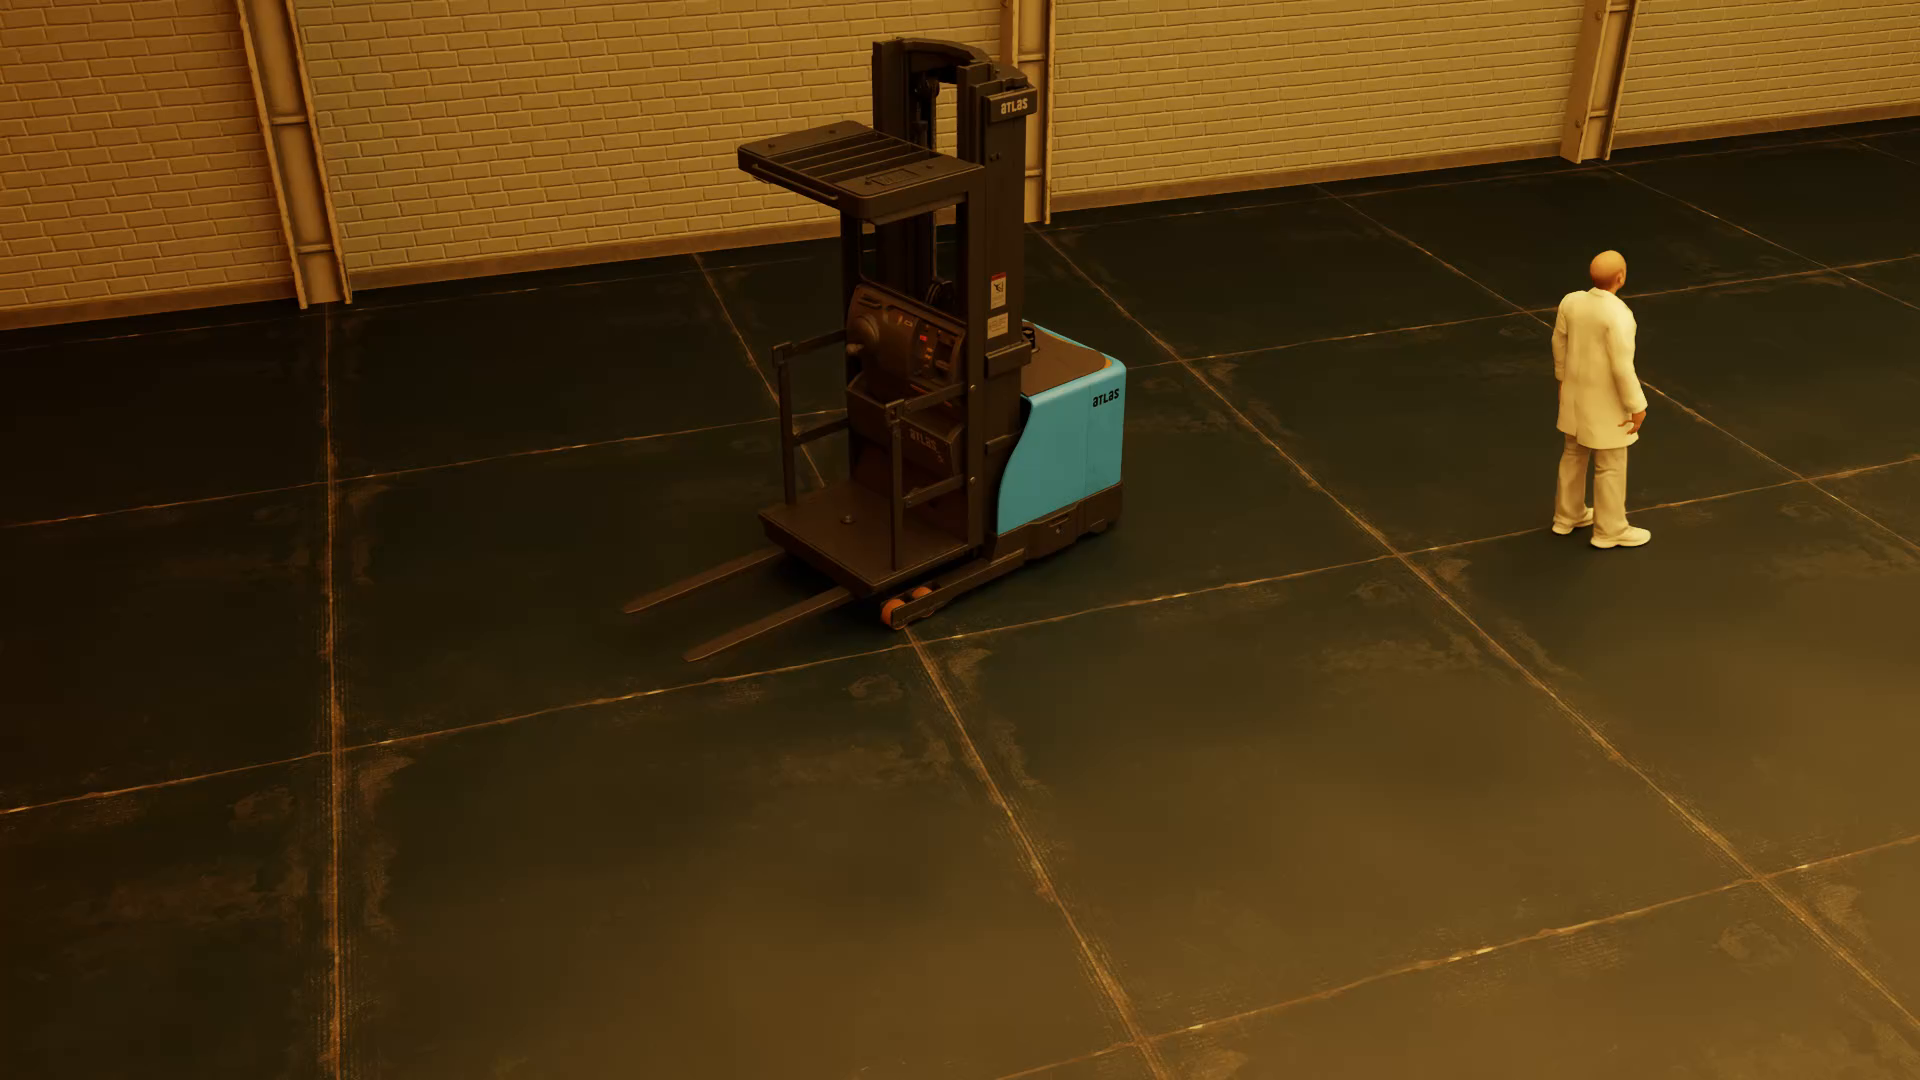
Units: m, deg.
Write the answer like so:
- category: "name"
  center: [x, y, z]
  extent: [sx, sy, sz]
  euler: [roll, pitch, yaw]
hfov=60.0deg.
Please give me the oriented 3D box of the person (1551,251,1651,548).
- category: "person"
  center: [3.775, -0.840, 9.692]
  extent: [0.575, 1.778, 0.693]
  euler: [-12, 32, -20]

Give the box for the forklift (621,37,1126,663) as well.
- category: "forklift"
  center: [-0.461, -1.072, 8.951]
  extent: [3.031, 2.935, 1.130]
  euler: [-23, 37, -34]
